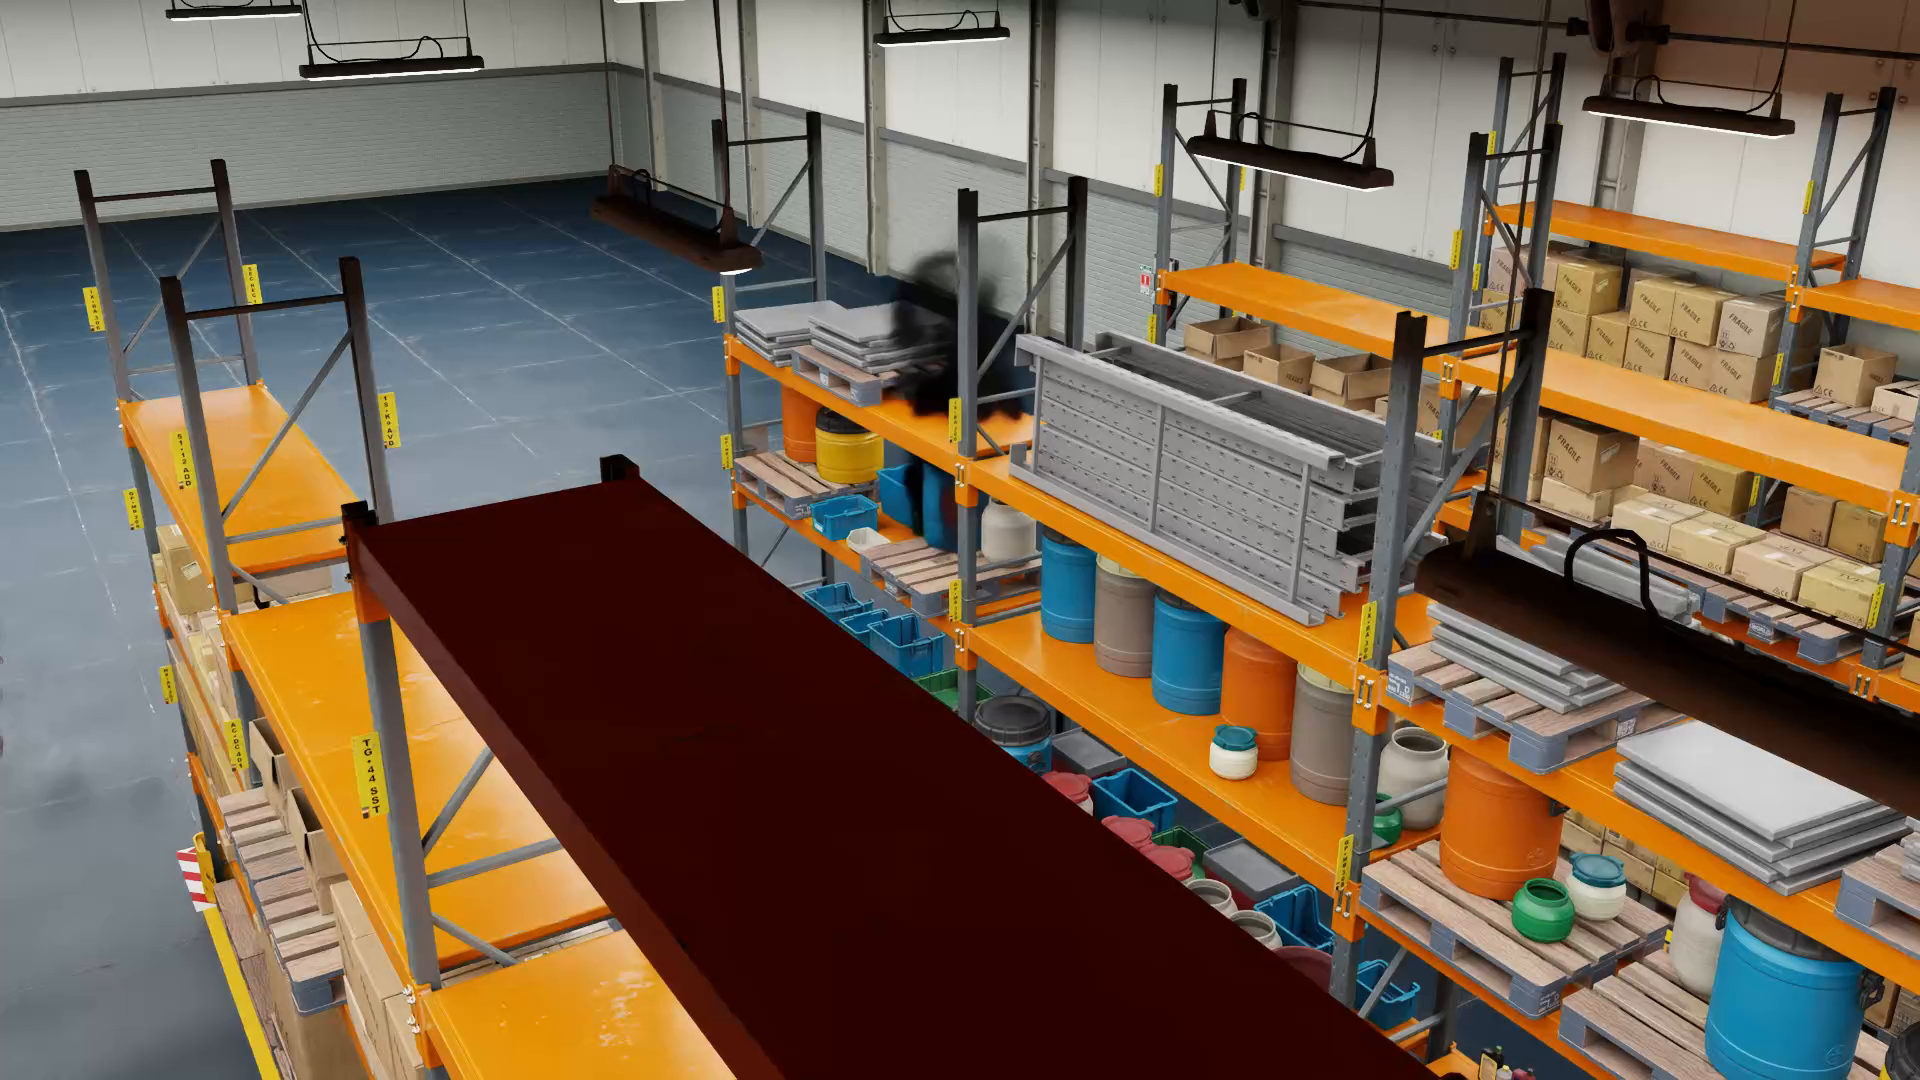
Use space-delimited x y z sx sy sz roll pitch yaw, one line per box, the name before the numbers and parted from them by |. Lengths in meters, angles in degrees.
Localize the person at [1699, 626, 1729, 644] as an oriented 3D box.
person | 7.004 1.306 15.986 0.517 1.604 0.784 -19 29 -40
